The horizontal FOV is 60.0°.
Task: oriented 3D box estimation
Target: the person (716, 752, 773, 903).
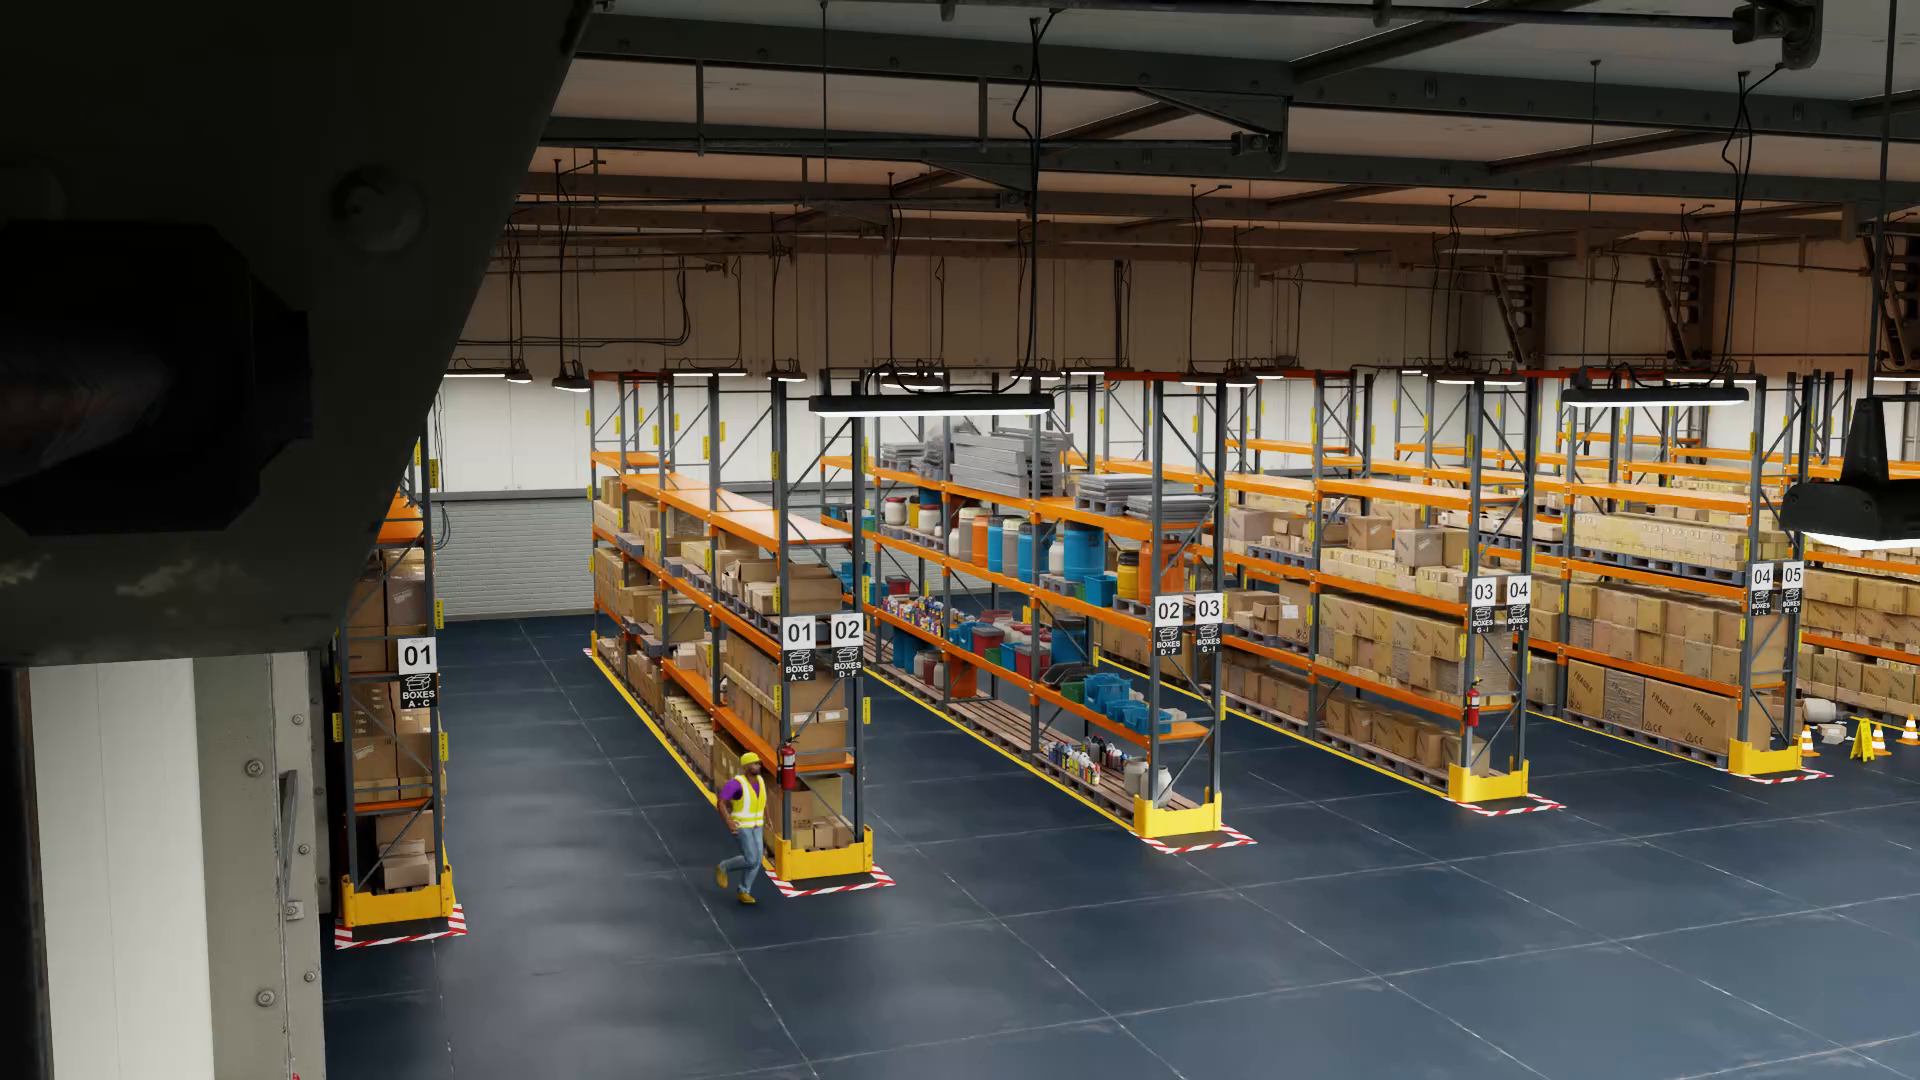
[{"bbox_3d":[-2.470,3.326,19.432,0.602,1.695,0.741,5,8,37],"label":"person"}]
